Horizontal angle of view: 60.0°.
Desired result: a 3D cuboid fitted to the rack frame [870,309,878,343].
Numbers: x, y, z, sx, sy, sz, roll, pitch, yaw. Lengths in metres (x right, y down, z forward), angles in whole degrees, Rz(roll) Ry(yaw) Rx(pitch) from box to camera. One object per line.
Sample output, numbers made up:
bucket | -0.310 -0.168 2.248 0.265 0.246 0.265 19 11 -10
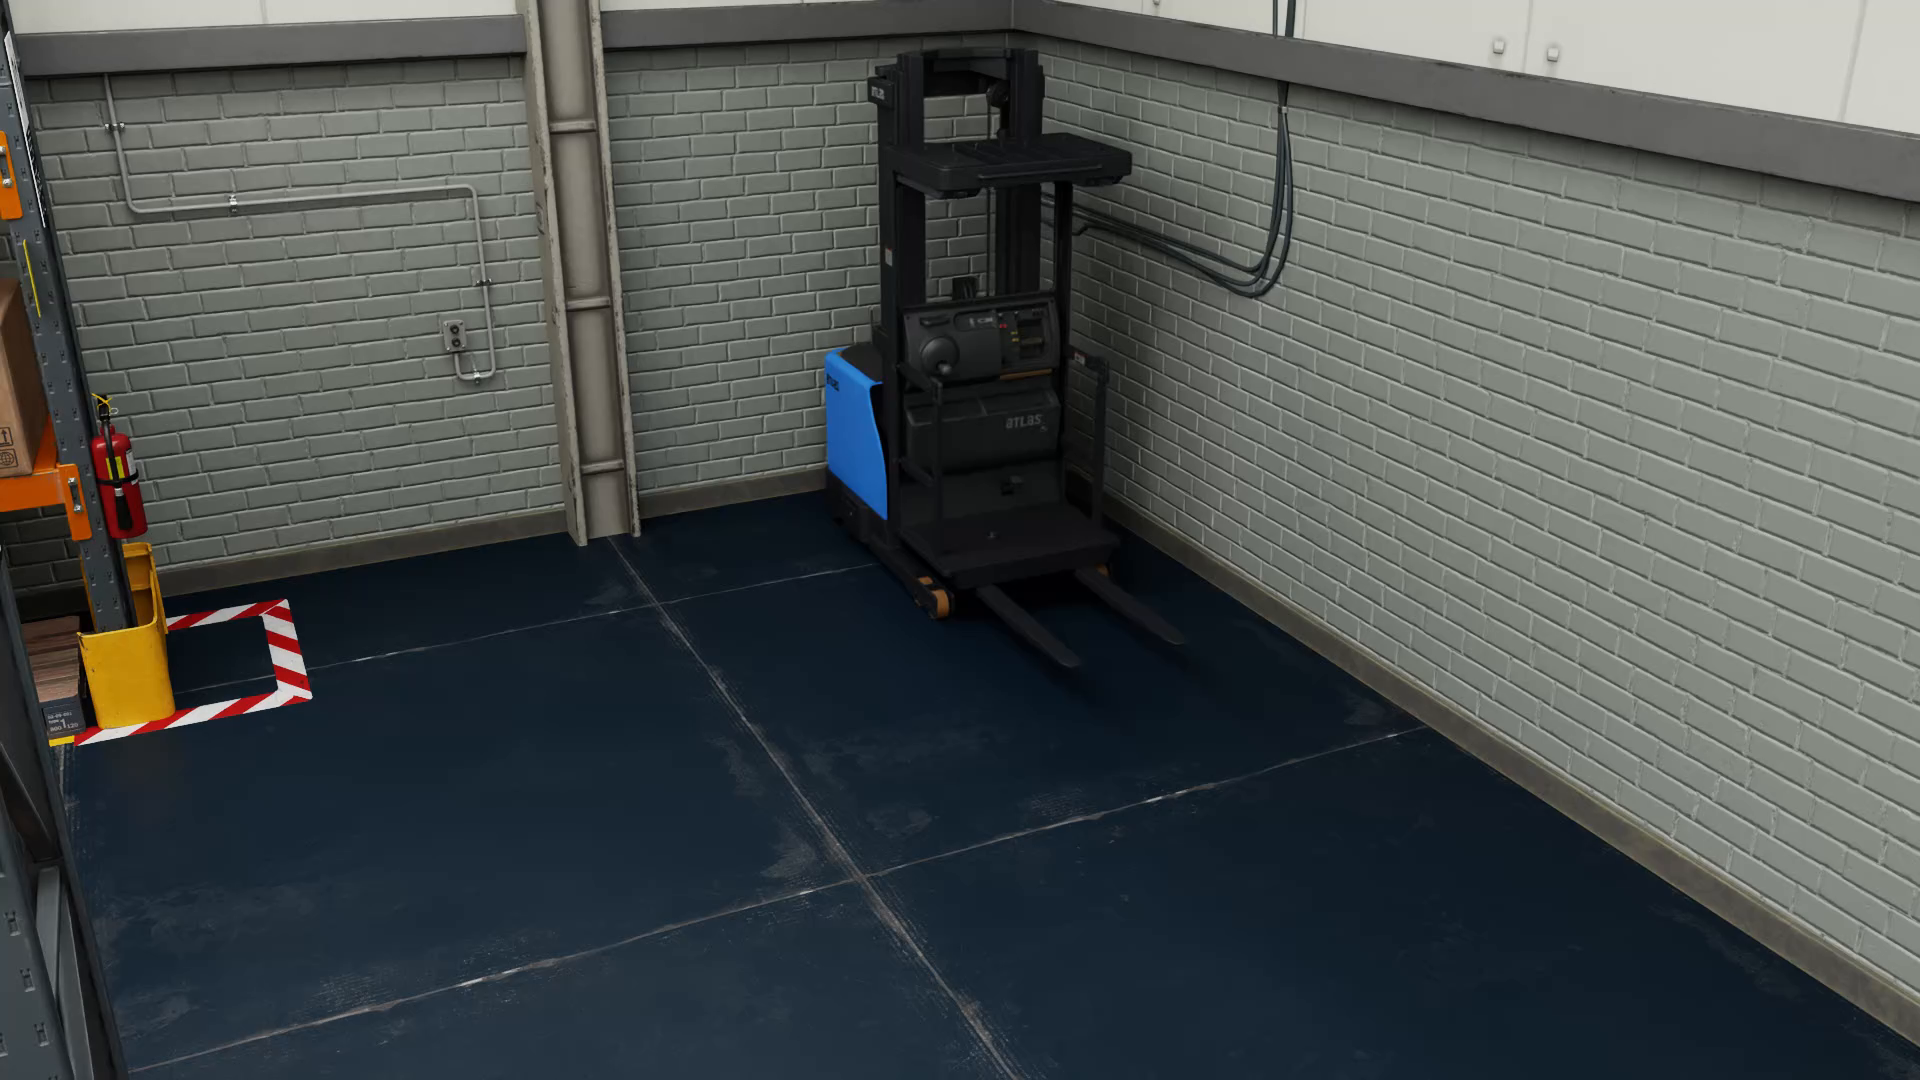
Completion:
rack frame | -0.514 -0.885 10.810 0.006 1.200 0.240 -11 23 -24

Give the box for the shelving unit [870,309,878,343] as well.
shelving unit | -0.432 -0.901 10.847 0.189 1.200 0.258 -11 23 -24

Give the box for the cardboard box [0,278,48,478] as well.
cardboard box | -4.731 -0.738 7.718 0.700 0.700 0.980 -9 24 -21

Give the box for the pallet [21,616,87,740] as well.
pallet | -4.962 0.761 8.136 1.213 0.211 1.003 -10 25 -24

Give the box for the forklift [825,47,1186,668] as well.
forklift | 0.217 -1.104 9.086 1.130 2.935 3.031 -10 24 -22

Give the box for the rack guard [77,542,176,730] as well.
rack guard | -4.254 0.464 8.476 0.348 0.500 1.175 -10 25 -24

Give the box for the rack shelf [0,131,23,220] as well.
rack shelf | -6.078 -1.409 6.751 4.000 0.370 1.077 -10 25 -24

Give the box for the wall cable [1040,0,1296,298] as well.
wall cable | 0.976 -2.840 9.404 0.112 2.526 3.097 -10 25 -24

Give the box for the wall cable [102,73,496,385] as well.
wall cable | -3.532 -1.695 9.095 1.851 1.984 0.084 -10 25 -24

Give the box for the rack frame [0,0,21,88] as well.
rack frame | -4.275 -3.459 6.841 0.127 3.000 1.000 -10 25 -24

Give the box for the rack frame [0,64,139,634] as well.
rack frame | -4.275 -0.687 7.989 0.127 3.000 1.000 -10 25 -24

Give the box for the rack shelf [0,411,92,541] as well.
rack shelf | -6.078 -0.023 7.325 4.000 0.370 1.077 -10 25 -24

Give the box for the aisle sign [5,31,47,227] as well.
aisle sign | -4.080 -1.797 7.270 0.004 0.787 0.394 -10 25 -24

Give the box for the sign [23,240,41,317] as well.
sign | -4.053 -1.142 7.264 0.005 0.325 0.100 -10 25 -24

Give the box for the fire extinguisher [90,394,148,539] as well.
fire extinguisher | -3.939 -0.345 7.751 0.183 0.674 0.296 -10 25 -24

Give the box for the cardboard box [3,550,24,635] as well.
cardboard box | -4.863 0.424 8.023 0.500 0.500 0.700 -10 25 -24

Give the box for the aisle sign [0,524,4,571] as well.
aisle sign | -2.190 -0.294 3.640 0.004 0.787 0.394 -10 25 -24

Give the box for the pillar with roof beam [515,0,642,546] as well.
pillar with roof beam | -0.351 -2.722 5.059 0.400 9.000 9.100 -10 25 -24
